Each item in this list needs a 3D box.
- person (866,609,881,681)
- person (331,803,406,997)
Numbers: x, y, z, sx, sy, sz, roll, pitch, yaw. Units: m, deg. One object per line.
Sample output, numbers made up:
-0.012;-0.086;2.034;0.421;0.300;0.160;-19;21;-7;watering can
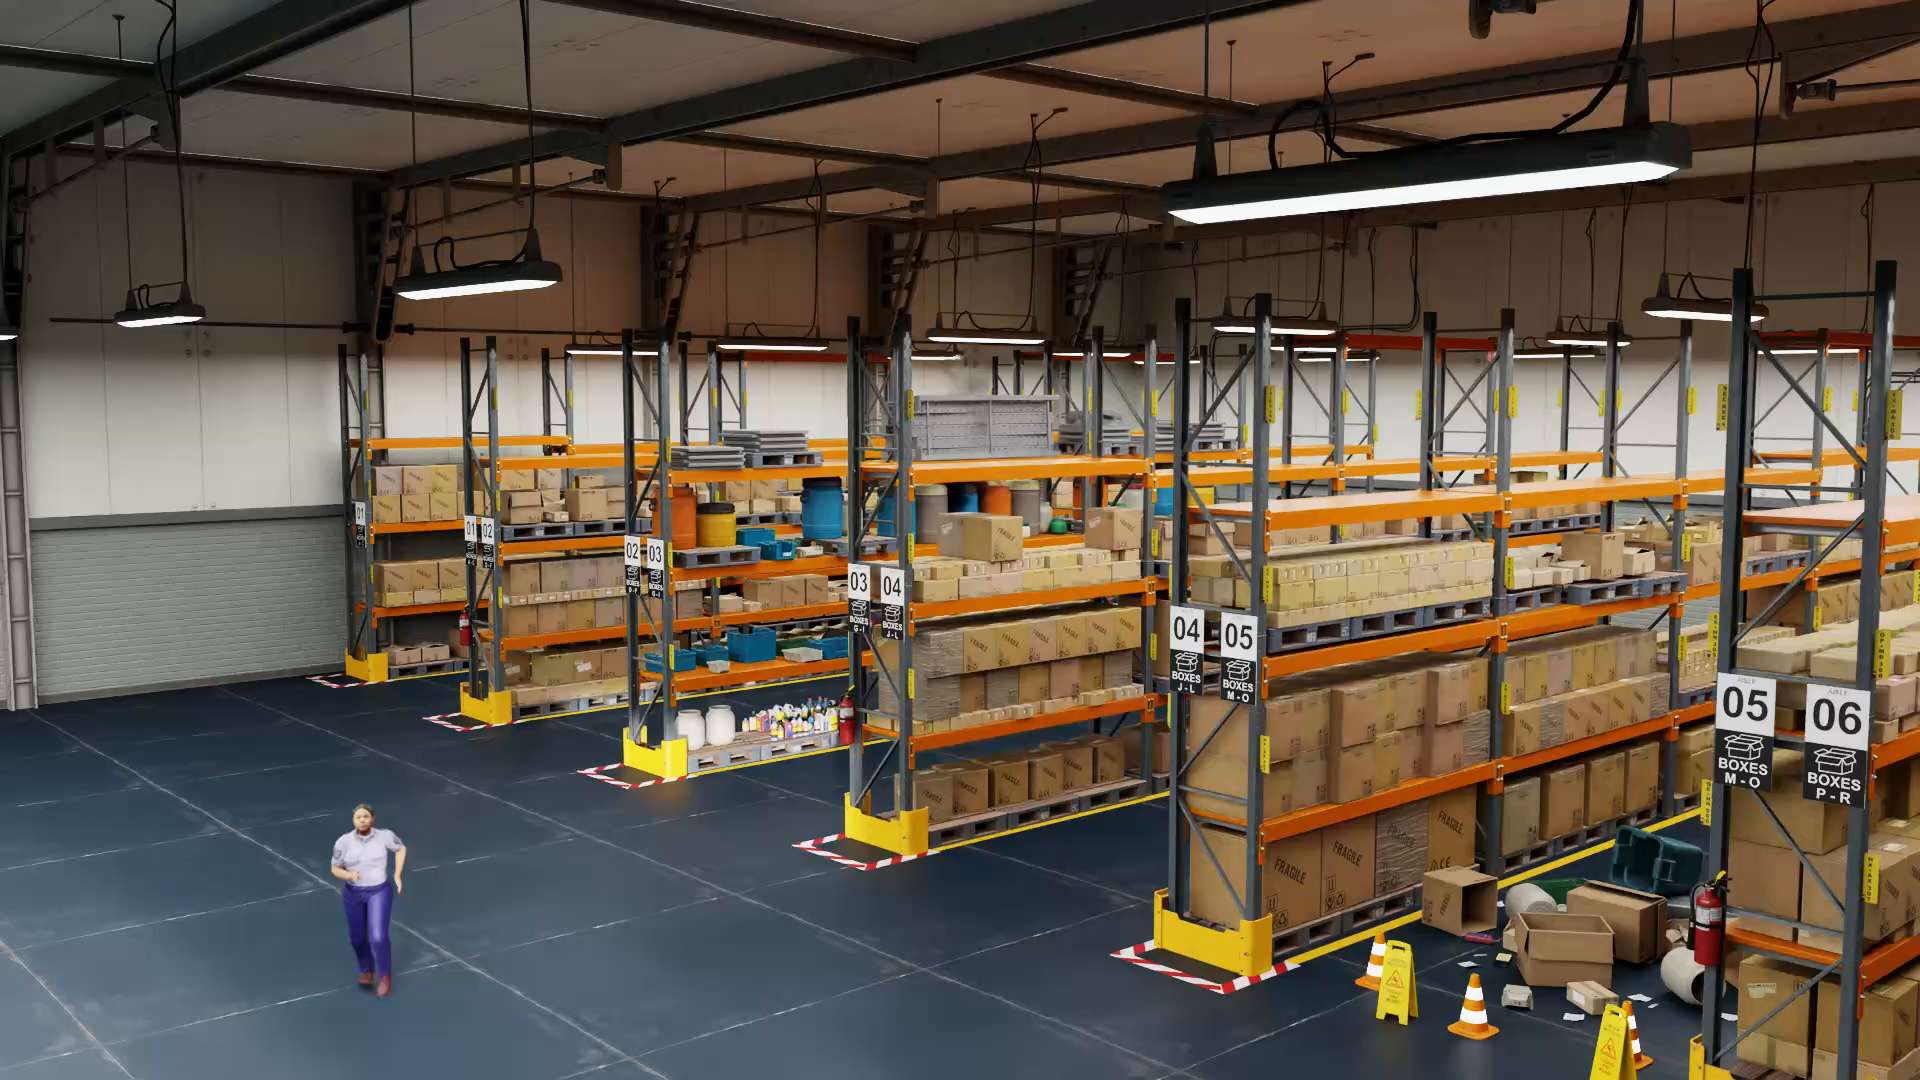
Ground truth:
-1.441;1.566;26.980;0.814;1.834;0.677;-4;7;-40;person
-5.066;3.088;14.235;0.578;1.651;0.688;-1;5;-11;person
